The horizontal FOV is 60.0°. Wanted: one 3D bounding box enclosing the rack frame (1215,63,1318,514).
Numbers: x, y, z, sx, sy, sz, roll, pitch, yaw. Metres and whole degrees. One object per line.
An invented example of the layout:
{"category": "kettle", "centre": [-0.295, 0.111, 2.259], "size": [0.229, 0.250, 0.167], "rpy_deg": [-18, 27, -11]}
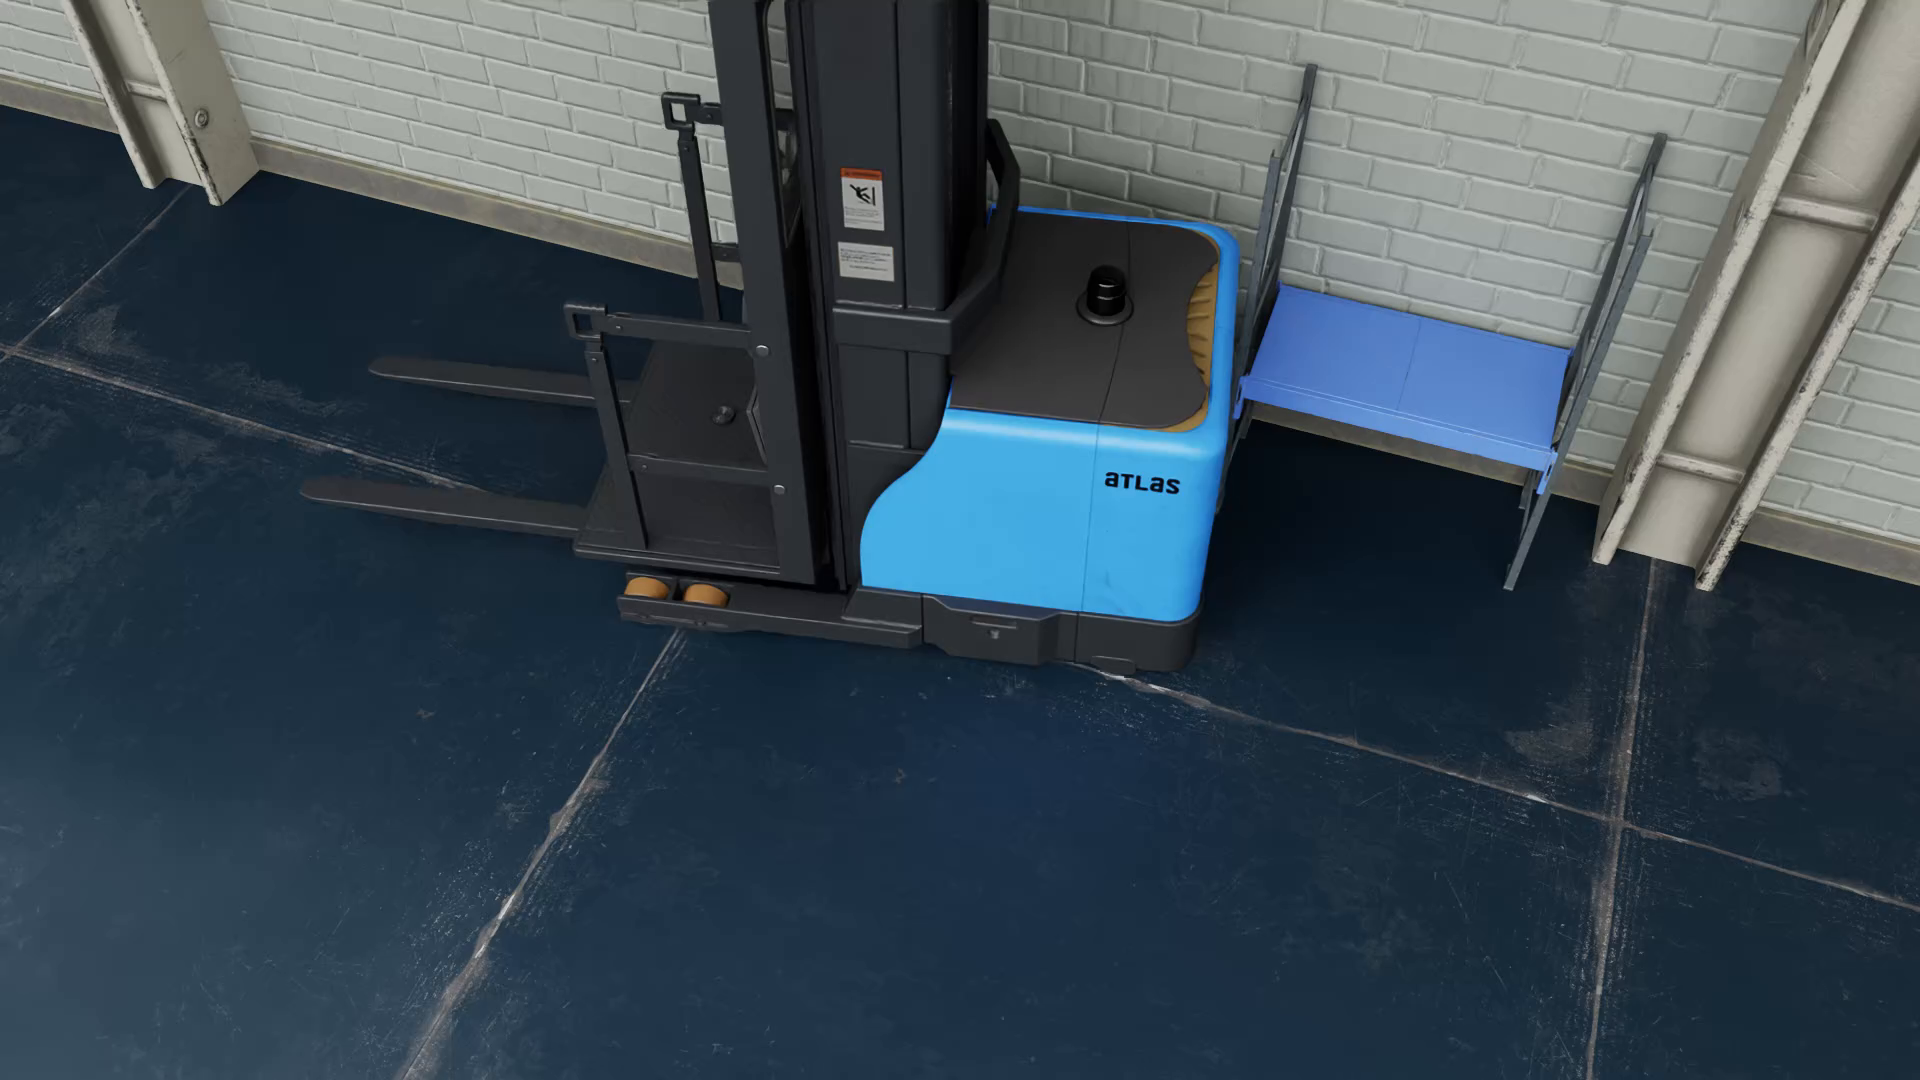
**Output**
{"category": "rack frame", "centre": [0.977, -0.764, 5.419], "size": [0.032, 1.500, 0.500], "rpy_deg": [15, 51, 13]}

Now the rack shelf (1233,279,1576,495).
{"category": "rack shelf", "centre": [1.455, -0.514, 5.441], "size": [1.000, 0.185, 0.538], "rpy_deg": [15, 51, 13]}

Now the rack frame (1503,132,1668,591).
{"category": "rack frame", "centre": [1.932, -0.500, 5.191], "size": [0.032, 1.500, 0.500], "rpy_deg": [15, 51, 13]}

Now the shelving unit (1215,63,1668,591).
{"category": "shelving unit", "centre": [1.455, -0.632, 5.305], "size": [1.048, 1.500, 0.538], "rpy_deg": [15, 51, 13]}

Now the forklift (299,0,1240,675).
{"category": "forklift", "centre": [-0.677, -1.047, 4.718], "size": [3.031, 2.935, 1.130], "rpy_deg": [7, 49, 6]}

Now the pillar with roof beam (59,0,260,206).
{"category": "pillar with roof beam", "centre": [-4.720, -1.453, 1.054], "size": [0.400, 9.000, 9.100], "rpy_deg": [16, 51, 13]}
